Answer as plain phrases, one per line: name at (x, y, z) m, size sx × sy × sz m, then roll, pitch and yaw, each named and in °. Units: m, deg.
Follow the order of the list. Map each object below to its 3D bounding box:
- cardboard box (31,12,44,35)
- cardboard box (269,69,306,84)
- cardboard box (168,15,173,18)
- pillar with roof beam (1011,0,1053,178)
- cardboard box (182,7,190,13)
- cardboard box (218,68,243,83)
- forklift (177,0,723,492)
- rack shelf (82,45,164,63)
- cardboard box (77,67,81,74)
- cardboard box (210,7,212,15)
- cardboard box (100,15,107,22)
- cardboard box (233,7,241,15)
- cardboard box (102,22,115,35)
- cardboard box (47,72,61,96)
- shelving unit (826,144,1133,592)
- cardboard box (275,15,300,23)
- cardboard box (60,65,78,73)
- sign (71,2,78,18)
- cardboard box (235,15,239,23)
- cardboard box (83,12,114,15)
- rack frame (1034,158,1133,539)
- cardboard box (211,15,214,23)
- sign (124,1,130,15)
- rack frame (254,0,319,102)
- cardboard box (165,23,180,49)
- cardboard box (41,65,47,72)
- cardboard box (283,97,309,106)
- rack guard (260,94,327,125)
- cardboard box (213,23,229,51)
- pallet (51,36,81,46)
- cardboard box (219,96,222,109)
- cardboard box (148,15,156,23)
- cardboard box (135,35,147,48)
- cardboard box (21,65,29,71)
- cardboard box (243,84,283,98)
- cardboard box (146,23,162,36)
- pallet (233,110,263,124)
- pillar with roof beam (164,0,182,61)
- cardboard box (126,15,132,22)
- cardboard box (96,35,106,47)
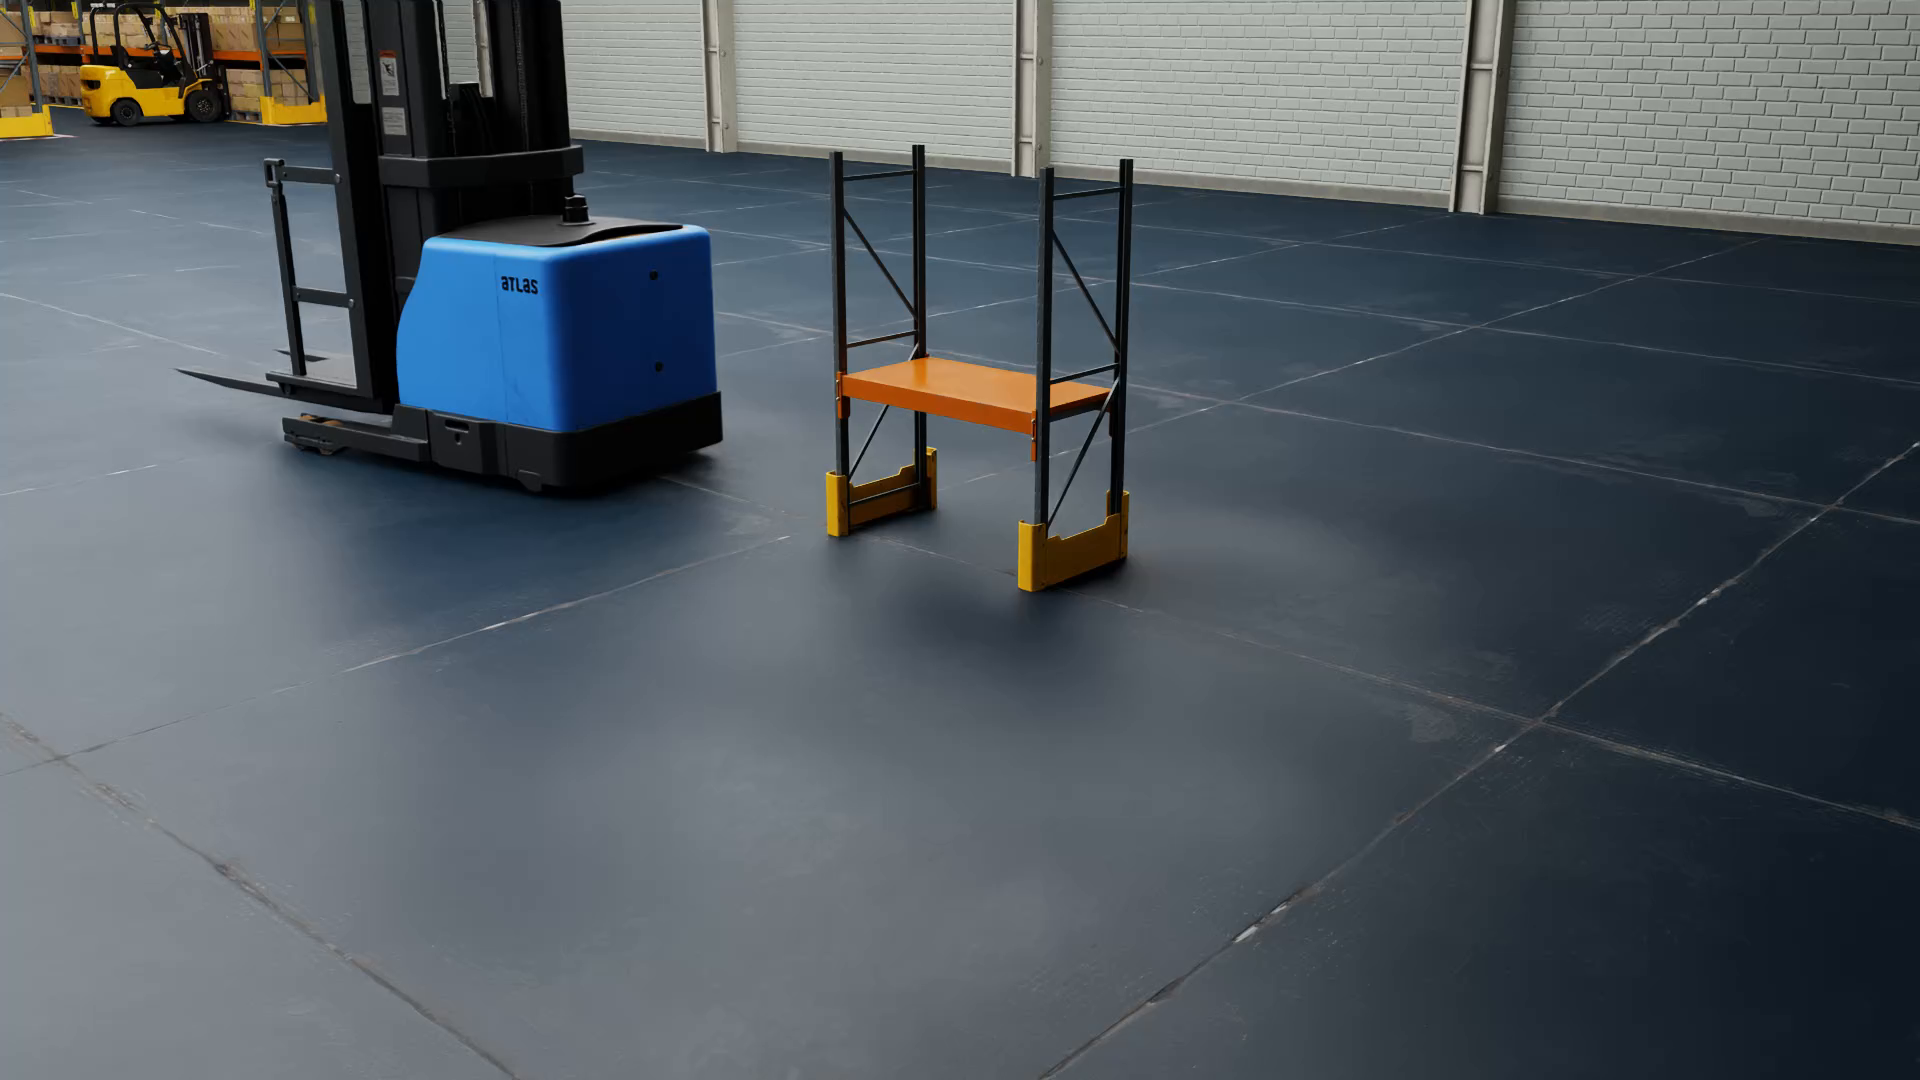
cardboard box at (-20.424, -11.607, 37.367) m, size 0.500 × 0.500 × 0.700 m, roll 15°, pitch 23°, yaw 39°
cardboard box at (-12.870, -8.865, 31.784) m, size 0.500 × 0.250 × 0.500 m, roll 15°, pitch 23°, yaw 38°
cardboard box at (-15.564, -10.396, 33.172) m, size 0.250 × 0.149 × 0.380 m, roll 15°, pitch 23°, yaw 38°
pillar with roof beam at (-1.954, -7.974, 16.862) m, size 0.400 × 9.000 × 9.100 m, roll 15°, pitch 23°, yaw 39°
cardboard box at (-15.010, -10.374, 32.611) m, size 0.250 × 0.149 × 0.380 m, roll 16°, pitch 23°, yaw 40°
cardboard box at (-13.958, -8.948, 32.045) m, size 0.500 × 0.250 × 0.500 m, roll 15°, pitch 23°, yaw 40°
forklift at (-2.641, -1.919, 7.814) m, size 3.031 × 2.935 × 1.130 m, roll 11°, pitch 21°, yaw 31°
rack shelf at (-17.124, -10.221, 35.049) m, size 4.000 × 0.370 × 1.077 m, roll 15°, pitch 23°, yaw 39°
cardboard box at (-19.157, -10.325, 36.553) m, size 0.250 × 0.149 × 0.380 m, roll 14°, pitch 22°, yaw 37°
cardboard box at (-14.195, -10.189, 32.028) m, size 0.250 × 0.149 × 0.380 m, roll 15°, pitch 23°, yaw 40°
cardboard box at (-17.963, -11.043, 35.212) m, size 0.250 × 0.149 × 0.380 m, roll 15°, pitch 23°, yaw 40°
cardboard box at (-13.463, -9.971, 31.342) m, size 0.250 × 0.149 × 0.380 m, roll 16°, pitch 23°, yaw 40°
cardboard box at (-17.697, -10.778, 35.036) m, size 0.500 × 0.250 × 0.500 m, roll 14°, pitch 23°, yaw 38°
cardboard box at (-20.240, -10.318, 37.603) m, size 0.500 × 0.500 × 0.500 m, roll 14°, pitch 22°, yaw 37°
shelving unit at (0.057, -0.700, 6.337) m, size 1.083 × 1.500 × 0.587 m, roll 15°, pitch 23°, yaw 39°
cardboard box at (-12.718, -9.843, 31.430) m, size 0.250 × 0.149 × 0.380 m, roll 14°, pitch 23°, yaw 38°
cardboard box at (-19.904, -10.549, 37.259) m, size 0.250 × 0.149 × 0.380 m, roll 15°, pitch 23°, yaw 38°
sign at (-18.973, -11.355, 35.649) m, size 0.005 × 0.325 × 0.100 m, roll 15°, pitch 23°, yaw 39°
cardboard box at (-13.446, -9.833, 31.398) m, size 0.250 × 0.149 × 0.380 m, roll 16°, pitch 23°, yaw 40°
cardboard box at (-18.901, -11.352, 36.564) m, size 0.500 × 0.500 × 0.500 m, roll 16°, pitch 24°, yaw 42°
rack frame at (0.444, -0.596, 6.009) m, size 0.032 × 1.500 × 0.500 m, roll 15°, pitch 23°, yaw 39°
cardboard box at (-14.184, -10.045, 32.066) m, size 0.250 × 0.149 × 0.380 m, roll 15°, pitch 23°, yaw 39°
sign at (-18.254, -11.644, 36.428) m, size 0.005 × 0.325 × 0.100 m, roll 15°, pitch 23°, yaw 39°
rack frame at (-12.636, -9.359, 31.144) m, size 0.127 × 3.000 × 1.000 m, roll 15°, pitch 23°, yaw 39°
cardboard box at (-15.470, -10.062, 33.192) m, size 0.500 × 0.500 × 0.500 m, roll 14°, pitch 22°, yaw 38°
cardboard box at (-20.686, -10.757, 37.913) m, size 0.250 × 0.149 × 0.380 m, roll 15°, pitch 23°, yaw 39°
cardboard box at (-12.874, -8.392, 31.946) m, size 0.500 × 0.250 × 0.500 m, roll 15°, pitch 23°, yaw 39°
rack guard at (-12.618, -8.163, 31.507) m, size 0.348 × 0.500 × 1.175 m, roll 15°, pitch 23°, yaw 39°
cardboard box at (-13.944, -9.655, 31.912) m, size 0.500 × 0.500 × 0.500 m, roll 14°, pitch 23°, yaw 38°
pallet at (-19.174, -10.994, 36.613) m, size 1.003 × 0.211 × 1.213 m, roll 15°, pitch 23°, yaw 39°
cardboard box at (-14.335, -8.575, 32.525) m, size 0.500 × 0.250 × 0.500 m, roll 16°, pitch 24°, yaw 41°
cardboard box at (-16.236, -10.585, 33.769) m, size 0.250 × 0.149 × 0.380 m, roll 15°, pitch 23°, yaw 38°
cardboard box at (-16.558, -10.233, 34.144) m, size 0.500 × 0.250 × 0.500 m, roll 15°, pitch 23°, yaw 39°
cardboard box at (-21.520, -10.954, 38.536) m, size 0.250 × 0.149 × 0.380 m, roll 16°, pitch 24°, yaw 42°
cardboard box at (-13.208, -8.514, 31.506) m, size 0.500 × 0.250 × 0.500 m, roll 15°, pitch 23°, yaw 39°
cardboard box at (-16.165, -10.370, 33.750) m, size 0.500 × 0.250 × 0.500 m, roll 14°, pitch 23°, yaw 38°
pallet at (-13.236, -8.174, 32.020) m, size 1.213 × 0.211 × 1.003 m, roll 15°, pitch 23°, yaw 39°
pillar with roof beam at (-19.904, -12.793, 32.046) m, size 0.400 × 9.000 × 9.100 m, roll 15°, pitch 23°, yaw 39°
cardboard box at (-17.006, -10.787, 34.406) m, size 0.250 × 0.149 × 0.380 m, roll 15°, pitch 23°, yaw 40°
cardboard box at (-18.077, -10.648, 35.451) m, size 0.500 × 0.250 × 0.500 m, roll 14°, pitch 23°, yaw 38°
